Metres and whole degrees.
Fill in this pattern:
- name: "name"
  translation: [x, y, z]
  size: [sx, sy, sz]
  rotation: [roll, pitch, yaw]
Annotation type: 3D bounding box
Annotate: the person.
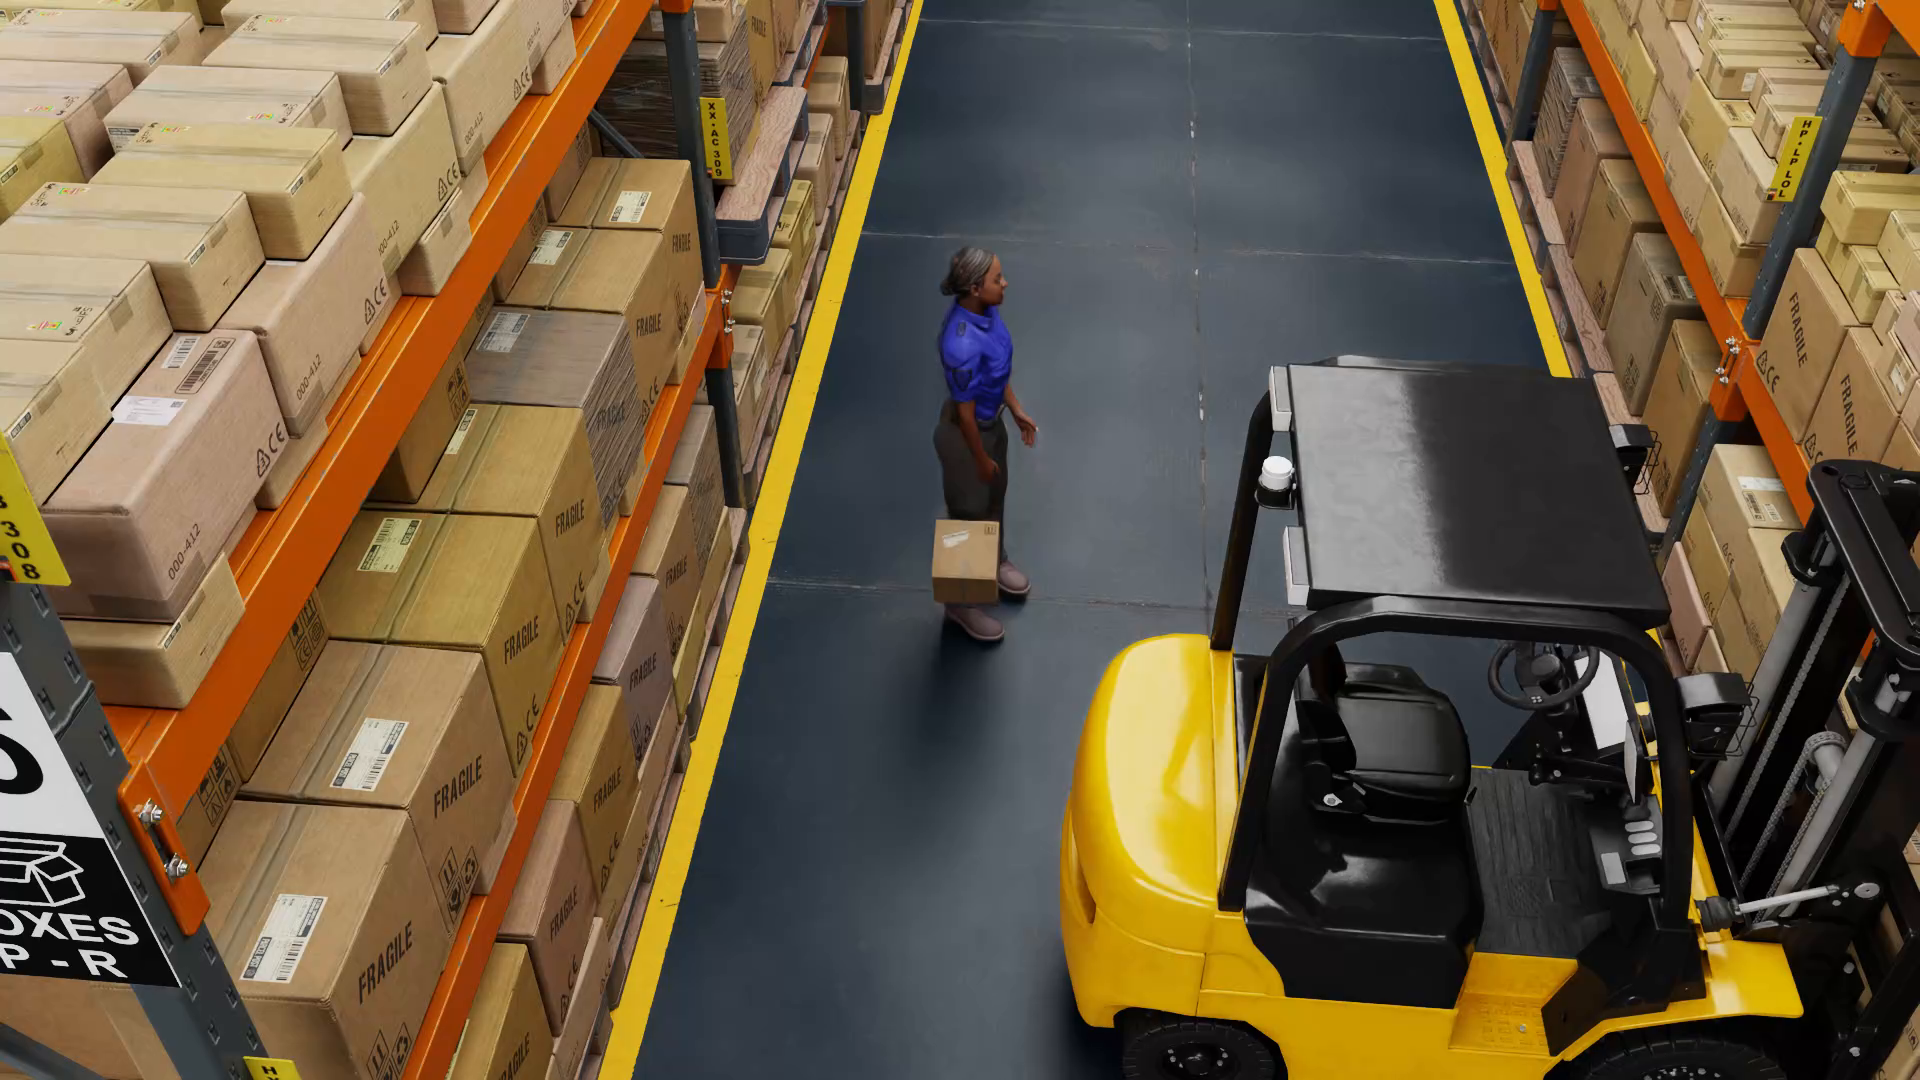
- name: "person"
  translation: [0.091, -0.382, 6.580]
  size: [0.398, 1.666, 0.527]
  rotation: [7, 41, 8]
